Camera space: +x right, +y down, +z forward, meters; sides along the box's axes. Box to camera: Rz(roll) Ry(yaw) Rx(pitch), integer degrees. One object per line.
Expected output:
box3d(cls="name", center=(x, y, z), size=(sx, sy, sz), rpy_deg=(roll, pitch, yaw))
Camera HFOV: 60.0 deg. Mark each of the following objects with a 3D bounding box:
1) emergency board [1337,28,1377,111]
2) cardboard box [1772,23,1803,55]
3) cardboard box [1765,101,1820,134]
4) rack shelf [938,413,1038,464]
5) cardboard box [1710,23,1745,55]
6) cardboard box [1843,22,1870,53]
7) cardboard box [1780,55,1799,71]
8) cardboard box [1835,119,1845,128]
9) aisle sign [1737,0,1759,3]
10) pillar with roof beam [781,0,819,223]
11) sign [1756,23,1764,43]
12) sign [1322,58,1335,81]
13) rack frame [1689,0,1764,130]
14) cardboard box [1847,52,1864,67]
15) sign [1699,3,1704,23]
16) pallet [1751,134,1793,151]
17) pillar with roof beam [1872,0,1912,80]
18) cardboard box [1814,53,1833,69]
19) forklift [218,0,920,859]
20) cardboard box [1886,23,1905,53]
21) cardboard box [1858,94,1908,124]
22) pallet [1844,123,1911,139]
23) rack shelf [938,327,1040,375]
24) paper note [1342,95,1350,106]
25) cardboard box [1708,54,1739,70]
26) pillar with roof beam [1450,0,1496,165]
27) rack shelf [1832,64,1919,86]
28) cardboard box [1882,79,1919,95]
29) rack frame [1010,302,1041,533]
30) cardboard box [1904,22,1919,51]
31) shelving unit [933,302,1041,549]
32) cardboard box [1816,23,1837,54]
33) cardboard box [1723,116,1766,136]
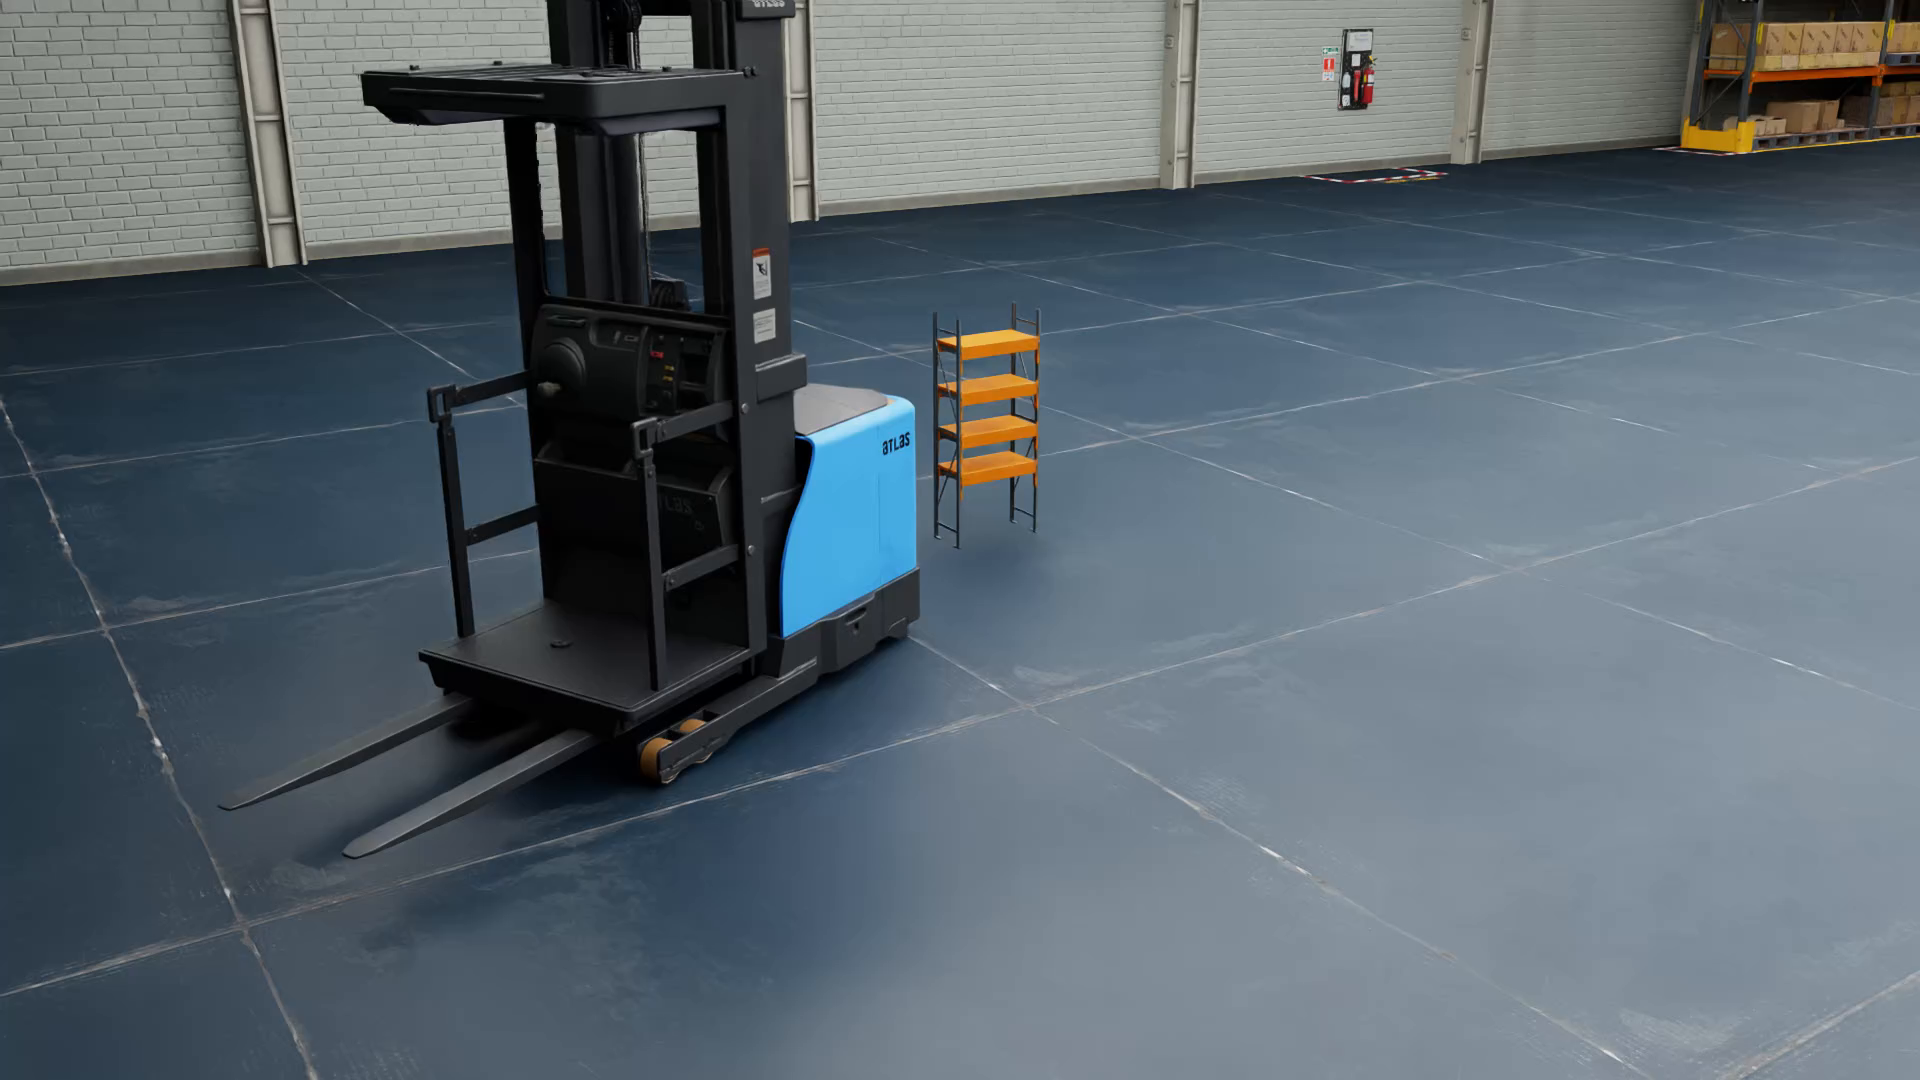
box3d(cls="emergency board", center=(5.974, -7.015, 24.812), size=(0.643, 1.169, 0.194), rpy_deg=(-12, 22, -31))
box3d(cls="cardboard box", center=(13.943, -8.524, 28.307), size=(0.500, 0.500, 0.500), rpy_deg=(-12, 22, -31))
box3d(cls="cardboard box", center=(14.704, -7.481, 29.405), size=(0.500, 0.500, 0.700), rpy_deg=(-14, 23, -35))
box3d(cls="rack shelf", center=(0.138, -0.534, 8.660), size=(0.480, 0.148, 0.258), rpy_deg=(-12, 22, -31))
box3d(cls="cardboard box", center=(13.237, -8.576, 28.461), size=(0.500, 0.500, 0.500), rpy_deg=(-12, 22, -32))
box3d(cls="cardboard box", center=(15.663, -8.885, 29.375), size=(0.500, 0.500, 0.500), rpy_deg=(-12, 22, -32))
box3d(cls="cardboard box", center=(13.969, -8.177, 28.452), size=(0.500, 0.250, 0.500), rpy_deg=(-13, 22, -33))
box3d(cls="cardboard box", center=(15.871, -7.611, 30.311), size=(0.250, 0.166, 0.380), rpy_deg=(-16, 24, -38))
box3d(cls="aisle sign", center=(13.066, -9.281, 27.455), size=(0.004, 0.787, 0.394), rpy_deg=(-12, 22, -31))
box3d(cls="pillar with roof beam", center=(0.404, -7.017, 15.450), size=(0.400, 9.000, 9.100), rpy_deg=(-12, 22, -31))
box3d(cls="sign", center=(13.259, -8.408, 27.578), size=(0.005, 0.325, 0.100), rpy_deg=(-12, 22, -31))
box3d(cls="sign", center=(5.455, -6.962, 24.600), size=(0.234, 0.329, 0.001), rpy_deg=(-12, 22, -31))
box3d(cls="rack frame", center=(12.961, -8.143, 28.146), size=(0.127, 3.000, 1.000), rpy_deg=(-12, 22, -31))
box3d(cls="cardboard box", center=(15.652, -8.535, 29.511), size=(0.500, 0.250, 0.500), rpy_deg=(-12, 22, -31))
box3d(cls="sign", center=(12.672, -8.993, 28.360), size=(0.005, 0.325, 0.100), rpy_deg=(-12, 22, -31))
box3d(cls="pallet", center=(13.722, -6.969, 29.028), size=(1.213, 0.211, 1.003), rpy_deg=(-12, 22, -31))
box3d(cls="pillar with roof beam", center=(20.448, -11.245, 27.955), size=(0.400, 9.000, 9.100), rpy_deg=(-12, 22, -31))
box3d(cls="cardboard box", center=(14.821, -8.354, 28.974), size=(0.500, 0.250, 0.500), rpy_deg=(-12, 22, -31))
box3d(cls="forklift", center=(-1.374, -0.664, 6.132), size=(1.130, 2.935, 3.031), rpy_deg=(11, 22, 29))
box3d(cls="cardboard box", center=(16.745, -9.183, 30.382), size=(0.500, 0.500, 0.700), rpy_deg=(-12, 22, -31))
box3d(cls="cardboard box", center=(17.311, -8.110, 31.266), size=(0.500, 0.500, 0.700), rpy_deg=(-12, 22, -32))
box3d(cls="pallet", center=(16.951, -7.664, 31.084), size=(1.213, 0.211, 1.003), rpy_deg=(-12, 22, -31))
box3d(cls="rack shelf", center=(0.138, -0.970, 8.513), size=(0.480, 0.148, 0.258), rpy_deg=(-12, 22, -31))
box3d(cls="paper note", center=(5.788, -6.585, 24.915), size=(0.142, 0.148, 0.016), rpy_deg=(-12, 22, -31))
box3d(cls="cardboard box", center=(13.244, -8.215, 28.564), size=(0.500, 0.250, 0.500), rpy_deg=(-12, 22, -31))
box3d(cls="pillar with roof beam", center=(10.426, -9.131, 21.702), size=(0.400, 9.000, 9.100), rpy_deg=(-12, 22, -31))
box3d(cls="rack shelf", center=(17.972, -8.859, 31.388), size=(4.000, 0.370, 1.077), rpy_deg=(-12, 22, -31))
box3d(cls="cardboard box", center=(17.705, -8.532, 31.343), size=(0.500, 0.250, 0.500), rpy_deg=(-13, 22, -33))
box3d(cls="rack frame", center=(0.342, -0.641, 8.766), size=(0.015, 1.200, 0.240), rpy_deg=(-12, 22, -31))
box3d(cls="cardboard box", center=(17.749, -9.404, 31.035), size=(0.500, 0.500, 0.700), rpy_deg=(-9, 21, -24))
box3d(cls="shelving unit", center=(0.138, -0.598, 8.639), size=(0.503, 1.200, 0.258), rpy_deg=(-12, 22, -31))
box3d(cls="cardboard box", center=(14.803, -8.708, 28.850), size=(0.500, 0.500, 0.500), rpy_deg=(-11, 22, -30))
box3d(cls="cardboard box", center=(13.588, -7.175, 28.796), size=(0.500, 0.311, 0.500), rpy_deg=(-15, 24, -37))
